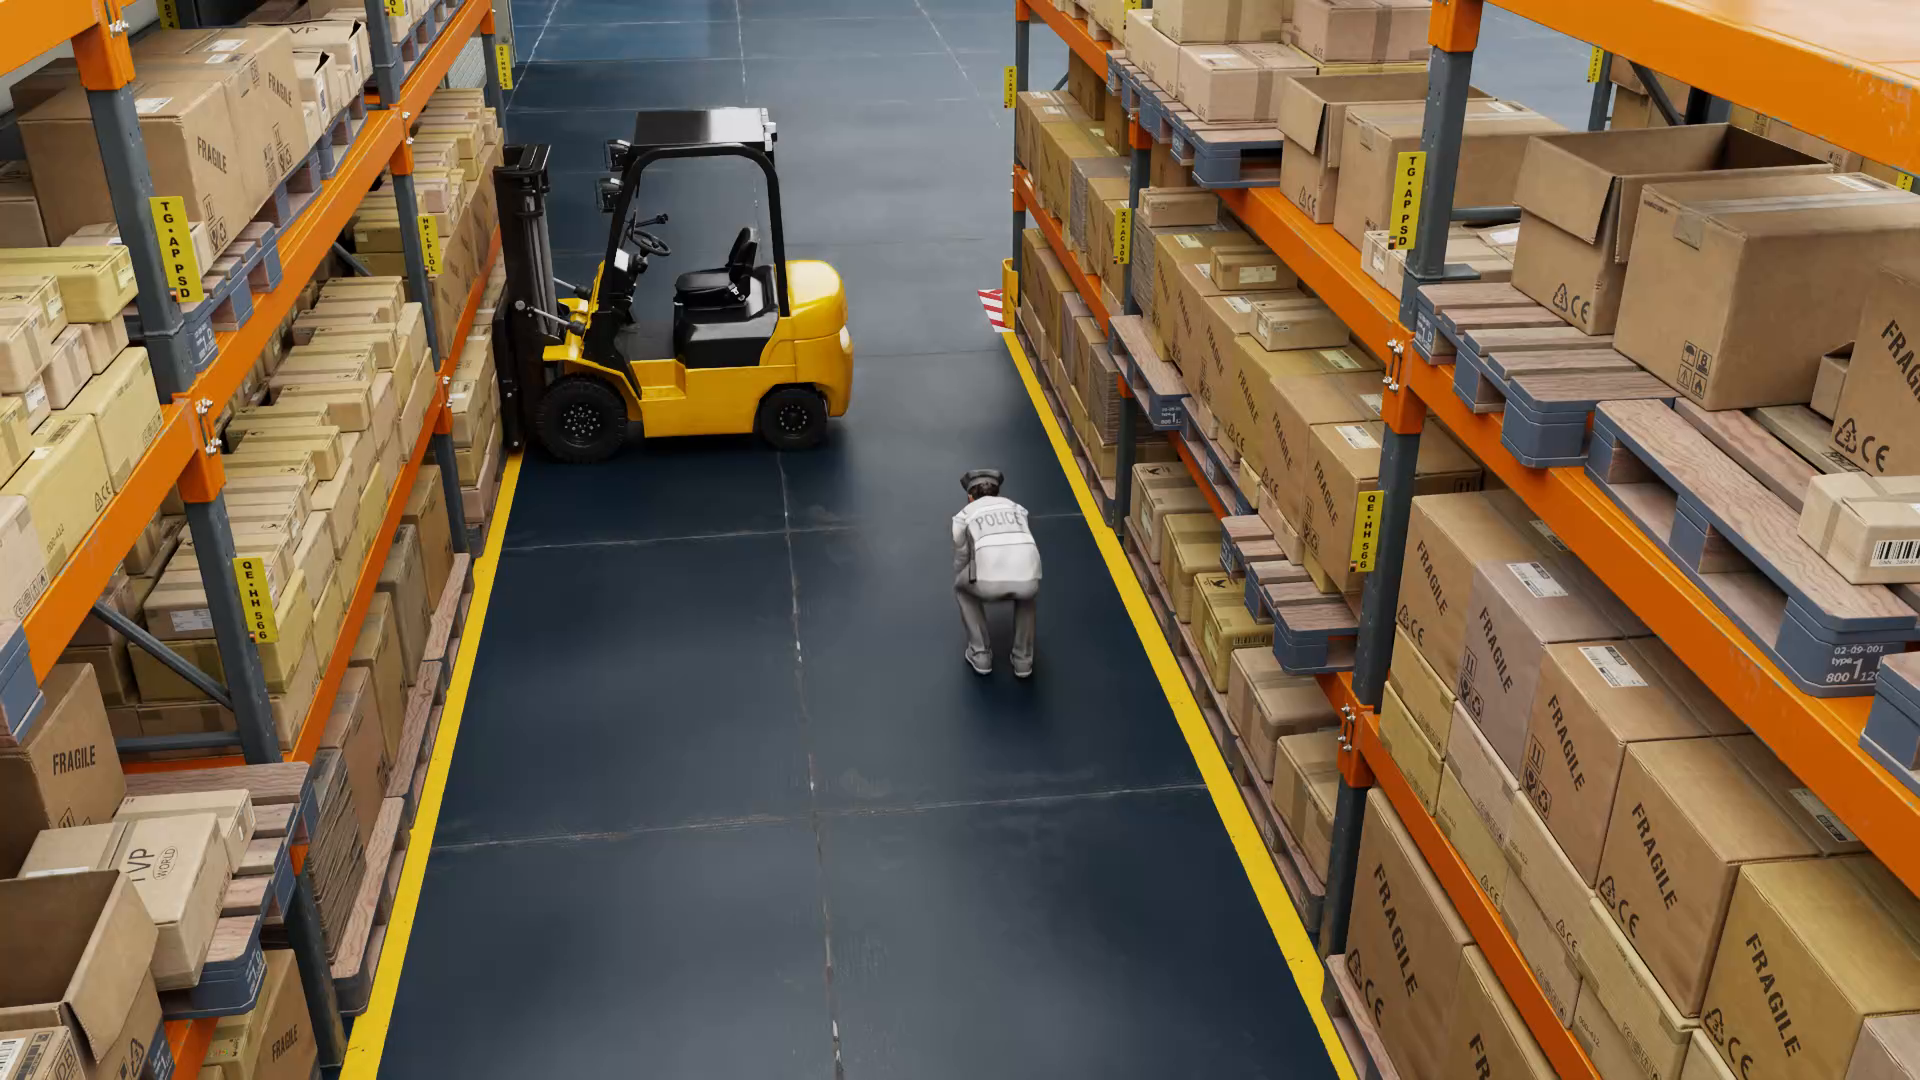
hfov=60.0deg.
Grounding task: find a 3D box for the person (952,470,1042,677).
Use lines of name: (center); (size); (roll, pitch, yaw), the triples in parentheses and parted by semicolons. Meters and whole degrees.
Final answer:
person: (0.195, 0.187, 9.003); (0.456, 0.982, 0.914); (-4, 28, -8)
